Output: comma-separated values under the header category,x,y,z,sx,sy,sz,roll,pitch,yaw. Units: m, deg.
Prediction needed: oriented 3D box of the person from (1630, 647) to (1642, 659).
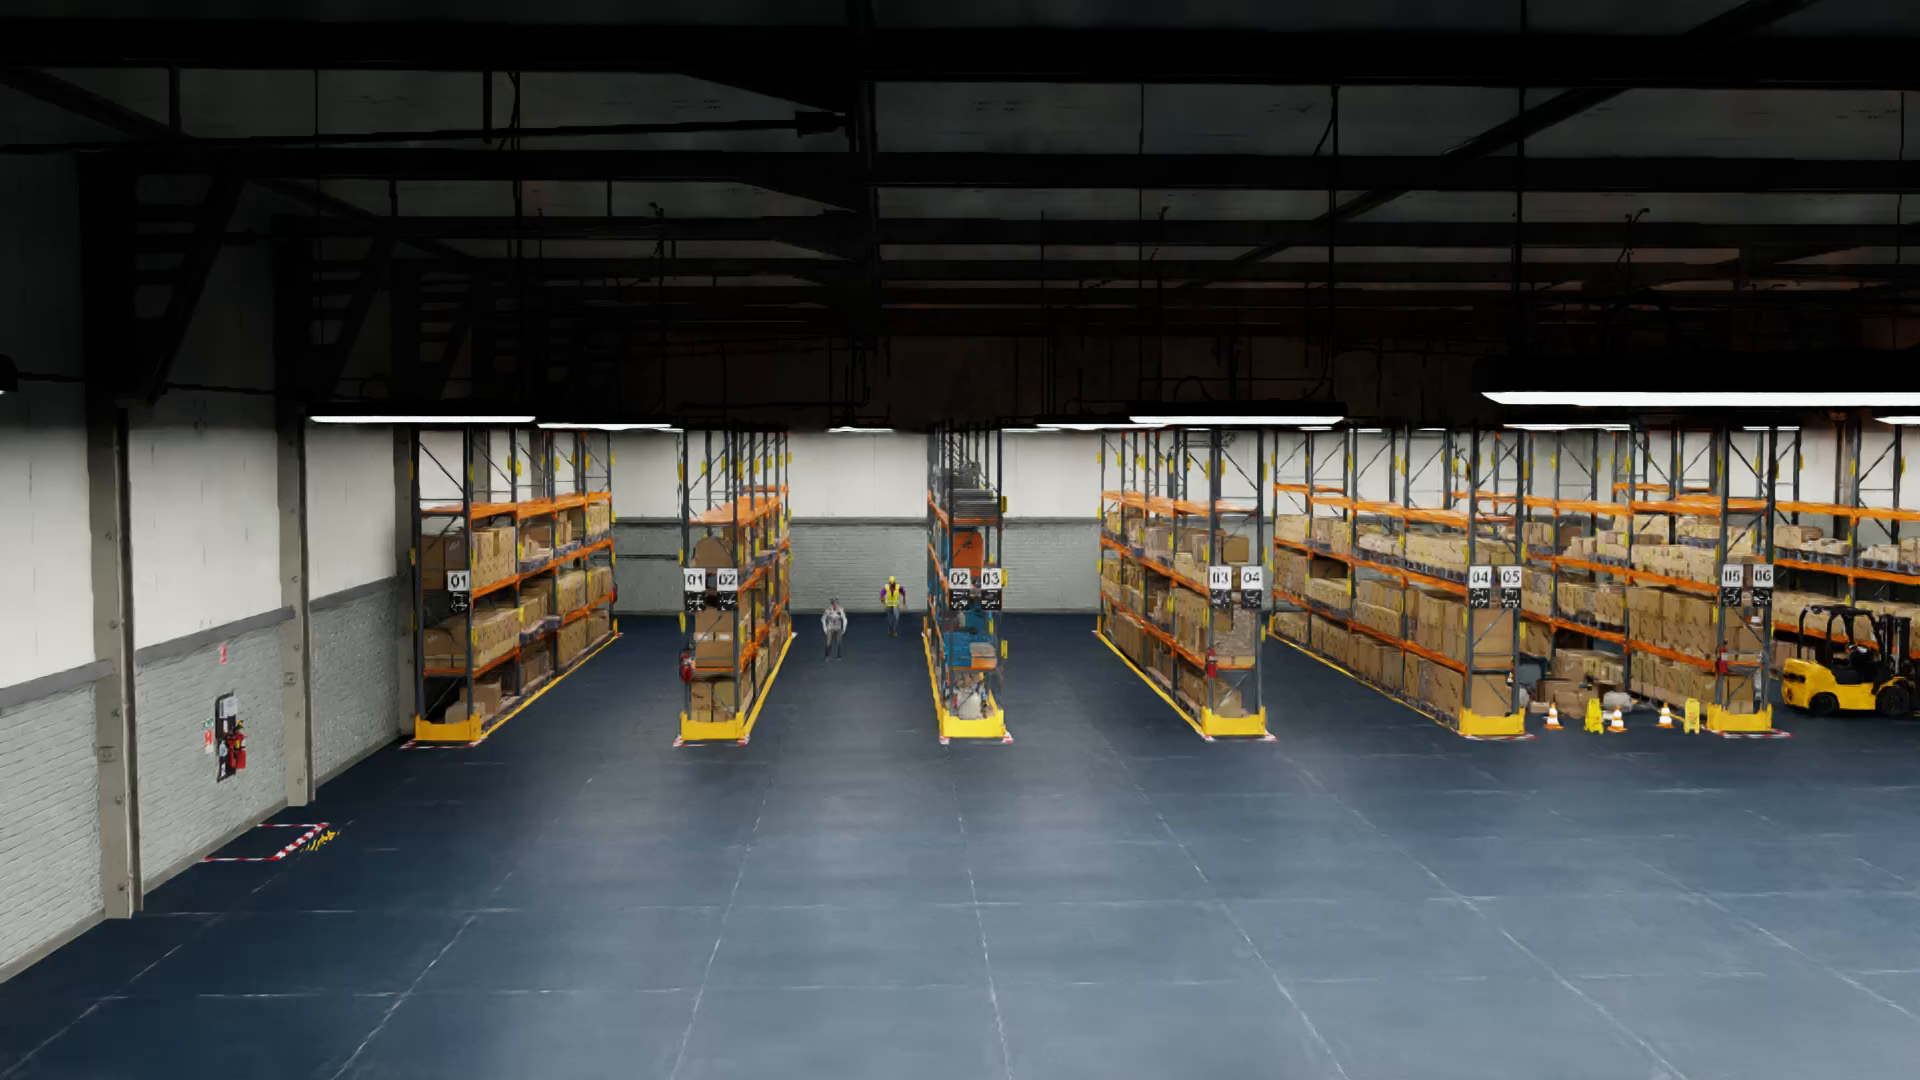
category,x,y,z,sx,sy,sz,roll,pitch,yaw
person,16.846,2.202,41.320,0.584,1.723,0.653,2,4,26

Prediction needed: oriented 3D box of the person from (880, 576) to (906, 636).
category,x,y,z,sx,sy,sz,roll,pitch,yaw
person,-1.912,1.852,47.179,0.725,1.697,0.856,0,4,3

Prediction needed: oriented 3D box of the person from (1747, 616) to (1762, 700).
category,x,y,z,sx,sy,sz,roll,pitch,yaw
person,17.021,2.526,35.734,0.490,1.787,0.608,2,4,27

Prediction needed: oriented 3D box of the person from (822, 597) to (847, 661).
category,x,y,z,sx,sy,sz,roll,pitch,yaw
person,-3.159,2.238,41.828,0.639,1.632,0.512,0,4,-4
